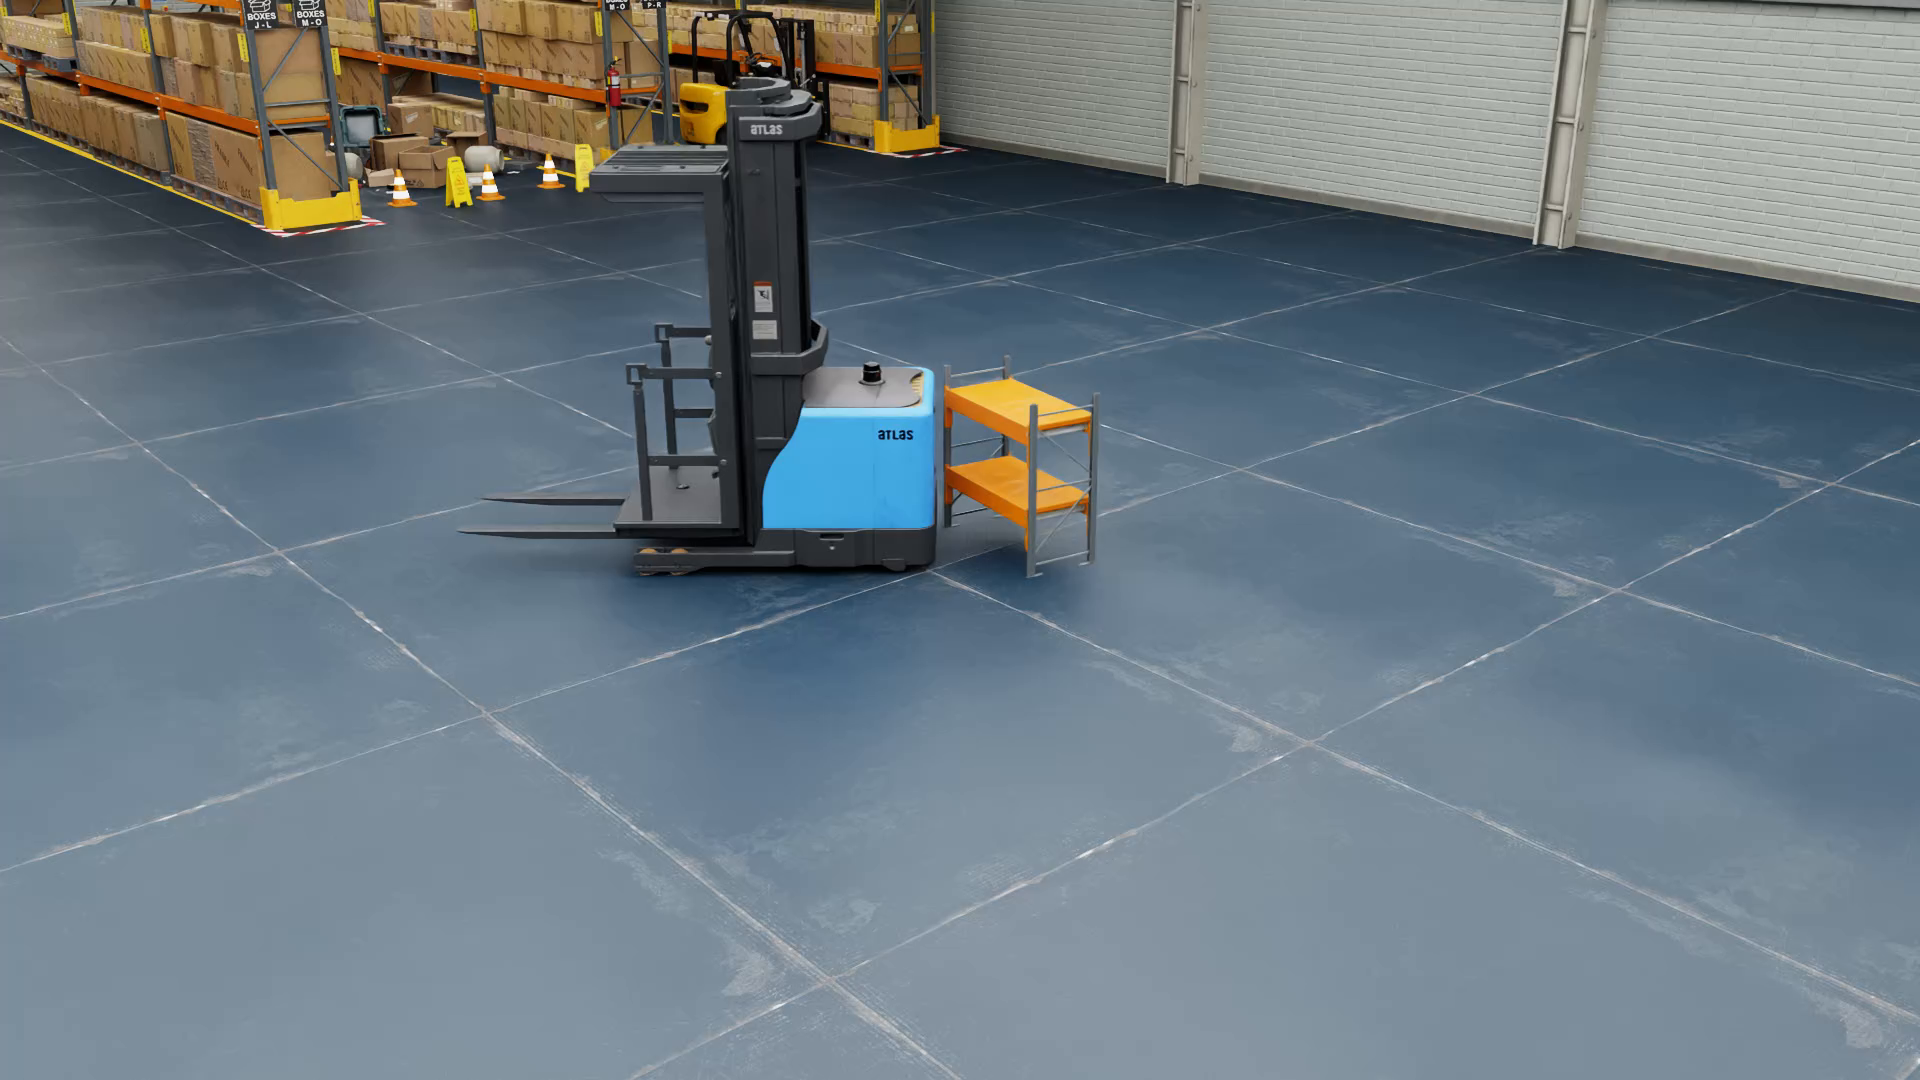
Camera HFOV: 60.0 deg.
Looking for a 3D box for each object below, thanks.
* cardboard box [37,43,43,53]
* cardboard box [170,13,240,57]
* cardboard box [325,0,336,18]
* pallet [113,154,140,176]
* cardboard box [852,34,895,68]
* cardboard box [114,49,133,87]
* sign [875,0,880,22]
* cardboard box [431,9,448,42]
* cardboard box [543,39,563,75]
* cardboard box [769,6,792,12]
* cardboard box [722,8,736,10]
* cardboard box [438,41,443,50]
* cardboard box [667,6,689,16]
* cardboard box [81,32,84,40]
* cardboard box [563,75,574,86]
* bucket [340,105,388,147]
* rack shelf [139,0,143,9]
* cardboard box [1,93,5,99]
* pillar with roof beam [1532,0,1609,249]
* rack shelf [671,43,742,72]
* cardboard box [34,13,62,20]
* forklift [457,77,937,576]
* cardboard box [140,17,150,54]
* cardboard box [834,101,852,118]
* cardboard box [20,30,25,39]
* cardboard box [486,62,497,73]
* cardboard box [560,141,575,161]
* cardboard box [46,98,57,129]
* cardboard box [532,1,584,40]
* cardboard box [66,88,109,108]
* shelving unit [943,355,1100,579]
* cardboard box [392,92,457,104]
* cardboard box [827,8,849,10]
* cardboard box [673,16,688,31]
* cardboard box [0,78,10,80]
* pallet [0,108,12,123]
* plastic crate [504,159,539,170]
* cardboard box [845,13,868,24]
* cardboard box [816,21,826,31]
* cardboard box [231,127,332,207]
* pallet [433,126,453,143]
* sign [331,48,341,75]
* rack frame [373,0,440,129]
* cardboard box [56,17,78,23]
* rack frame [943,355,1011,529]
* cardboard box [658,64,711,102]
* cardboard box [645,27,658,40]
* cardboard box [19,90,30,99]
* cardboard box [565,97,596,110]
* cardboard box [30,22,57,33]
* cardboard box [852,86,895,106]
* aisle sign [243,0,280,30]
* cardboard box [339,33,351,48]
[{"bbox_3d":[-14.885,-8.085,27.281,0.380,0.149,0.250,-19,28,-40],"label":"cardboard box"},{"bbox_3d":[-10.276,-6.929,22.874,0.875,0.550,0.550,-17,27,-37],"label":"cardboard box"},{"bbox_3d":[-11.386,-9.915,30.676,0.500,0.500,0.500,-18,28,-38],"label":"cardboard box"},{"bbox_3d":[-12.299,-5.824,25.565,1.003,0.211,1.213,-17,27,-37],"label":"pallet"},{"bbox_3d":[-1.405,-7.994,27.144,0.500,0.500,0.500,-18,28,-39],"label":"cardboard box"},{"bbox_3d":[-12.141,-6.997,24.597,0.500,0.500,0.500,-17,27,-37],"label":"cardboard box"},{"bbox_3d":[-1.305,-8.398,26.401,0.100,0.325,0.005,-17,27,-37],"label":"sign"},{"bbox_3d":[-8.386,-8.531,27.531,0.500,0.500,0.500,-16,27,-36],"label":"cardboard box"},{"bbox_3d":[-5.853,-7.239,24.809,0.500,0.500,0.500,-18,27,-38],"label":"cardboard box"},{"bbox_3d":[-3.100,-9.189,28.897,0.380,0.149,0.250,-18,28,-38],"label":"cardboard box"},{"bbox_3d":[-4.186,-9.772,30.795,0.380,0.149,0.250,-17,27,-37],"label":"cardboard box"},{"bbox_3d":[-8.454,-8.237,27.670,0.380,0.149,0.250,-17,27,-37],"label":"cardboard box"},{"bbox_3d":[-5.272,-9.921,31.174,0.380,0.149,0.250,-17,27,-36],"label":"cardboard box"},{"bbox_3d":[-14.395,-8.380,27.627,0.380,0.149,0.250,-17,27,-37],"label":"cardboard box"},{"bbox_3d":[-5.641,-6.810,24.603,0.380,0.149,0.250,-17,27,-37],"label":"cardboard box"},{"bbox_3d":[-9.103,-6.285,25.322,0.726,0.611,0.620,-8,13,-19],"label":"bucket"},{"bbox_3d":[-12.243,-8.205,24.692,1.077,0.370,4.000,-17,27,-37],"label":"rack shelf"},{"bbox_3d":[-17.722,-8.358,31.136,0.380,0.149,0.250,-16,26,-35],"label":"cardboard box"},{"bbox_3d":[3.915,-6.734,15.838,9.100,9.000,0.400,-17,27,-37],"label":"pillar with roof beam"},{"bbox_3d":[-4.802,-9.197,31.338,1.077,0.370,4.000,-17,27,-37],"label":"rack shelf"},{"bbox_3d":[-16.292,-9.182,29.770,0.500,0.500,0.500,-18,28,-38],"label":"cardboard box"},{"bbox_3d":[-1.671,-1.334,10.371,3.031,2.935,1.130,0,21,0],"label":"forklift"},{"bbox_3d":[-11.267,-7.238,23.843,0.700,0.500,0.500,-18,28,-38],"label":"cardboard box"},{"bbox_3d":[-1.759,-7.223,27.822,0.500,0.250,0.500,-18,28,-38],"label":"cardboard box"},{"bbox_3d":[-15.564,-8.511,27.962,0.380,0.149,0.250,-16,27,-35],"label":"cardboard box"},{"bbox_3d":[-7.291,-7.516,26.406,0.380,0.149,0.250,-18,27,-38],"label":"cardboard box"},{"bbox_3d":[-5.707,-5.911,25.157,0.500,0.250,0.500,-17,27,-37],"label":"cardboard box"},{"bbox_3d":[-15.180,-7.278,28.304,0.500,0.500,0.500,-17,27,-37],"label":"cardboard box"},{"bbox_3d":[-5.877,-7.689,24.587,0.700,0.500,0.500,-18,28,-38],"label":"cardboard box"},{"bbox_3d":[-14.194,-7.203,27.084,0.500,0.250,0.500,-18,28,-39],"label":"cardboard box"},{"bbox_3d":[0.376,-0.493,10.699,0.538,1.125,1.048,-12,25,-29],"label":"shelving unit"},{"bbox_3d":[-9.504,-7.715,29.597,0.950,0.372,0.625,-20,29,-41],"label":"cardboard box"},{"bbox_3d":[-2.106,-9.011,28.444,0.380,0.149,0.250,-16,27,-36],"label":"cardboard box"},{"bbox_3d":[-4.996,-9.644,31.014,0.500,0.250,0.500,-17,27,-37],"label":"cardboard box"},{"bbox_3d":[-18.123,-8.629,31.419,0.380,0.149,0.250,-19,28,-40],"label":"cardboard box"},{"bbox_3d":[-17.426,-8.017,31.162,1.003,0.211,1.213,-17,27,-37],"label":"pallet"},{"bbox_3d":[-6.850,-5.808,25.704,0.583,0.080,0.402,12,24,27],"label":"plastic crate"},{"bbox_3d":[-1.654,-8.537,27.232,0.380,0.149,0.250,-17,27,-36],"label":"cardboard box"},{"bbox_3d":[-2.179,-8.600,27.803,0.380,0.149,0.250,-17,27,-37],"label":"cardboard box"},{"bbox_3d":[-8.820,-4.863,21.625,0.875,0.875,0.875,-17,27,-37],"label":"cardboard box"},{"bbox_3d":[-8.564,-7.050,28.695,1.003,0.211,1.213,-17,27,-37],"label":"pallet"},{"bbox_3d":[-7.903,-6.056,21.036,0.100,0.325,0.005,-17,27,-37],"label":"sign"},{"bbox_3d":[-9.865,-8.902,29.599,1.000,3.000,0.127,-17,27,-37],"label":"rack frame"},{"bbox_3d":[-15.235,-8.873,28.479,0.380,0.149,0.250,-18,27,-38],"label":"cardboard box"},{"bbox_3d":[0.114,-0.651,11.105,0.500,1.125,0.032,-12,25,-29],"label":"rack frame"},{"bbox_3d":[-5.278,-8.820,32.070,0.875,0.625,0.625,-16,27,-36],"label":"cardboard box"},{"bbox_3d":[-5.678,-9.694,31.826,0.500,0.250,0.500,-18,28,-39],"label":"cardboard box"},{"bbox_3d":[-16.589,-7.982,29.768,0.380,0.149,0.250,-17,27,-36],"label":"cardboard box"},{"bbox_3d":[-5.654,-6.503,24.750,0.380,0.149,0.250,-16,27,-36],"label":"cardboard box"},{"bbox_3d":[-15.059,-8.435,27.360,0.380,0.149,0.250,-16,26,-35],"label":"cardboard box"},{"bbox_3d":[-1.422,-7.308,27.353,0.500,0.250,0.500,-16,27,-36],"label":"cardboard box"},{"bbox_3d":[-8.508,-6.605,20.169,0.394,0.787,0.004,-17,27,-37],"label":"aisle sign"},{"bbox_3d":[-11.054,-9.190,30.541,0.500,0.250,0.500,-18,28,-38],"label":"cardboard box"}]
